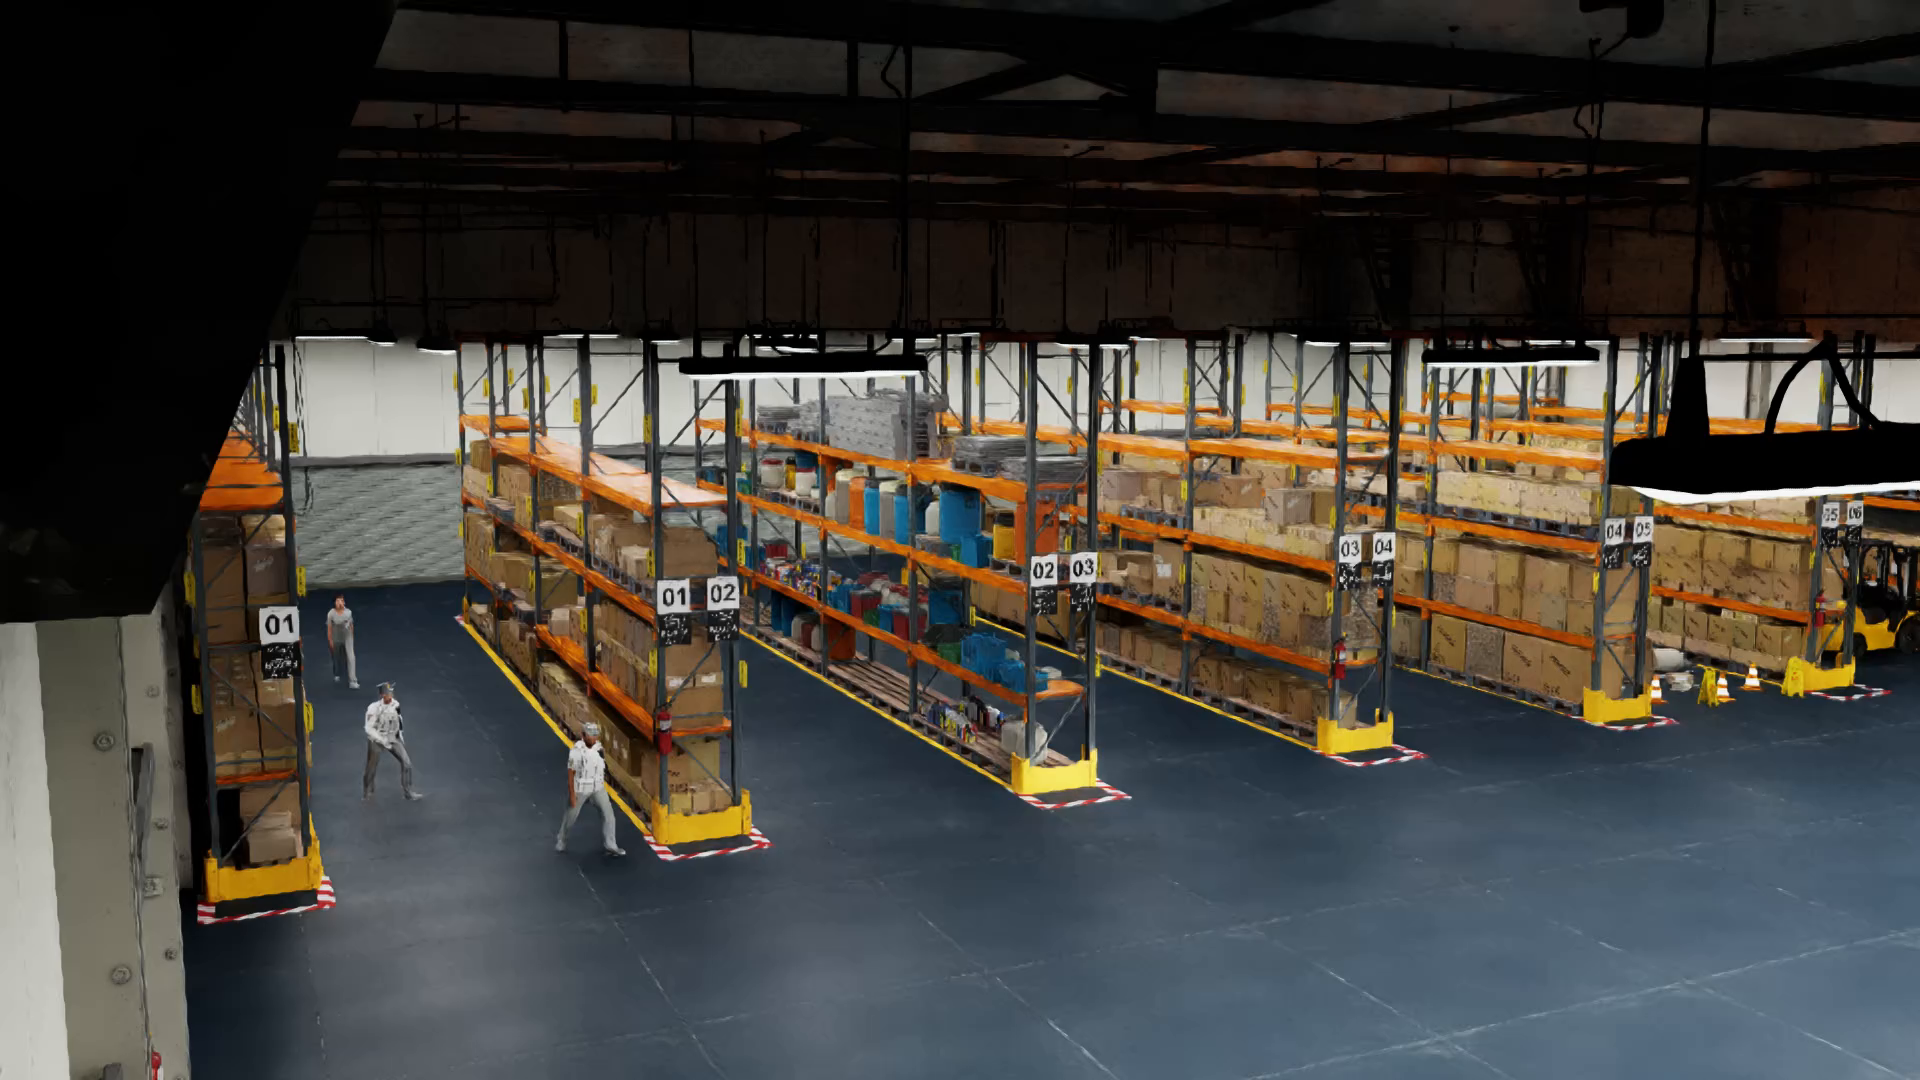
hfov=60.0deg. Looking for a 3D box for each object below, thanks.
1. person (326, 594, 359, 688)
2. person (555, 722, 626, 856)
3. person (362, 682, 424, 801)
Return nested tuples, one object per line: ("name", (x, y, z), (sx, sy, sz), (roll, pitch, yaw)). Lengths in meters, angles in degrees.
("person", (-10.579, 1.700, 28.403), (0.449, 1.586, 1.099), (-4, 9, -26))
("person", (-4.397, 2.915, 19.558), (0.518, 1.601, 0.942), (-8, 11, -44))
("person", (-7.486, 2.618, 21.671), (0.642, 1.608, 0.786), (-7, 11, -43))
